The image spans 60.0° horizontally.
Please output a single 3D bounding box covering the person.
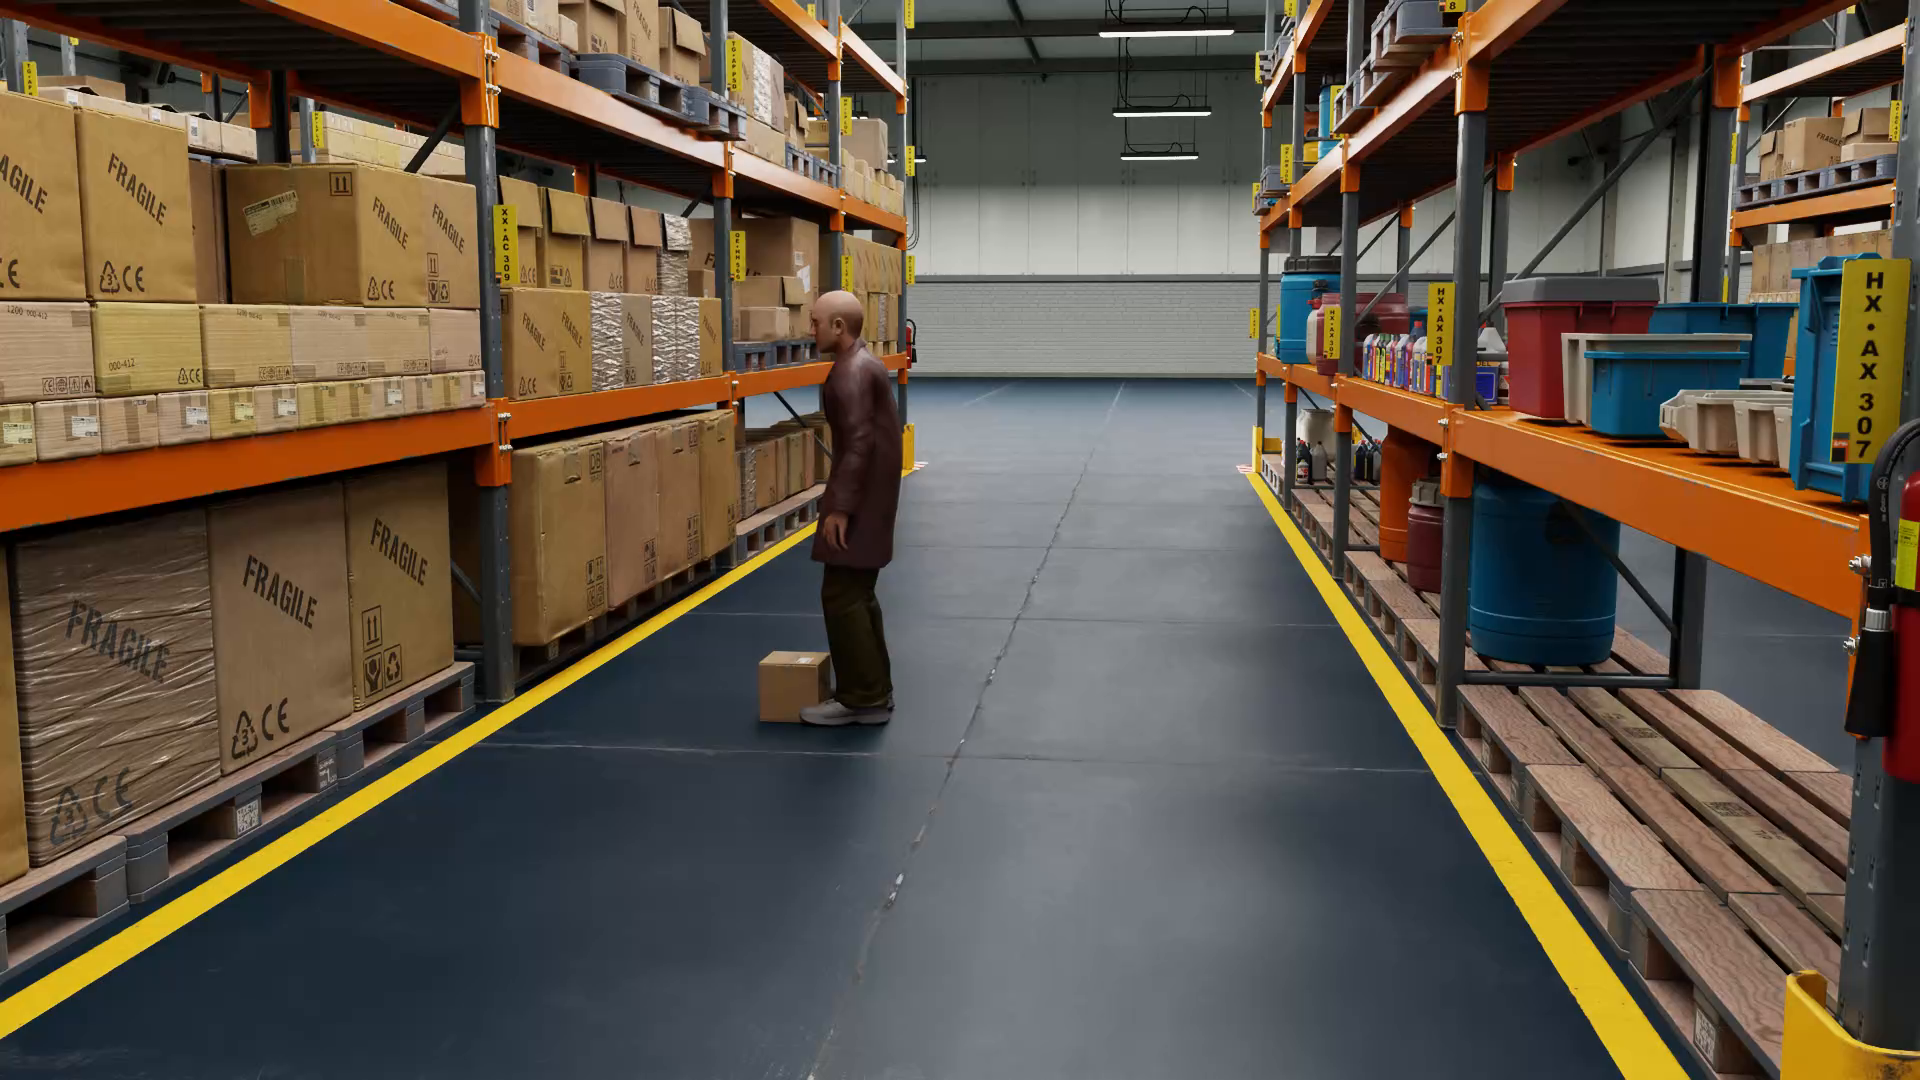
[{"bbox_3d":[-0.447,-0.133,6.867,0.423,1.774,0.653,0,7,3],"label":"person"}]
